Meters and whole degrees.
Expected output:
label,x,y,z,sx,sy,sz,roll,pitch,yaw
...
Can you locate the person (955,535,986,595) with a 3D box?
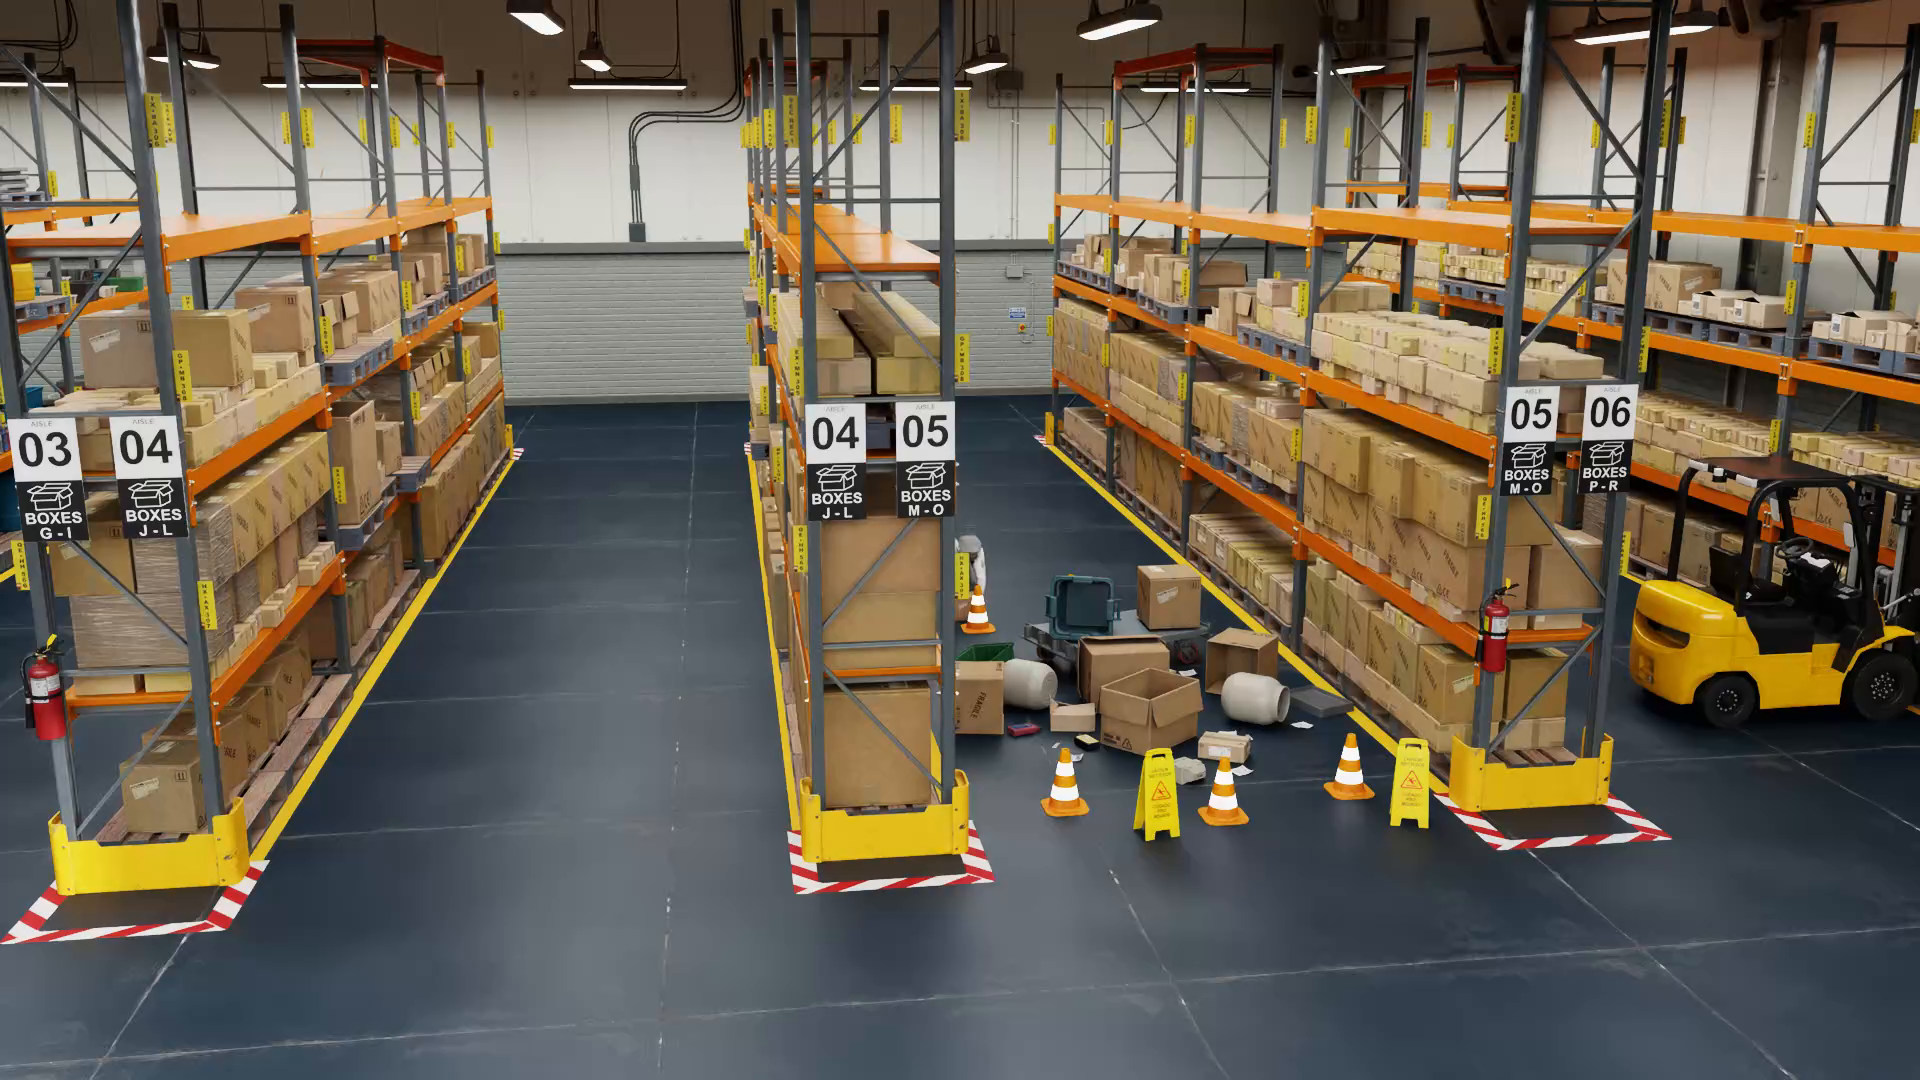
label,x,y,z,sx,sy,sz,roll,pitch,yaw
person,0.016,0.326,17.811,0.483,0.890,0.853,-2,13,-8
